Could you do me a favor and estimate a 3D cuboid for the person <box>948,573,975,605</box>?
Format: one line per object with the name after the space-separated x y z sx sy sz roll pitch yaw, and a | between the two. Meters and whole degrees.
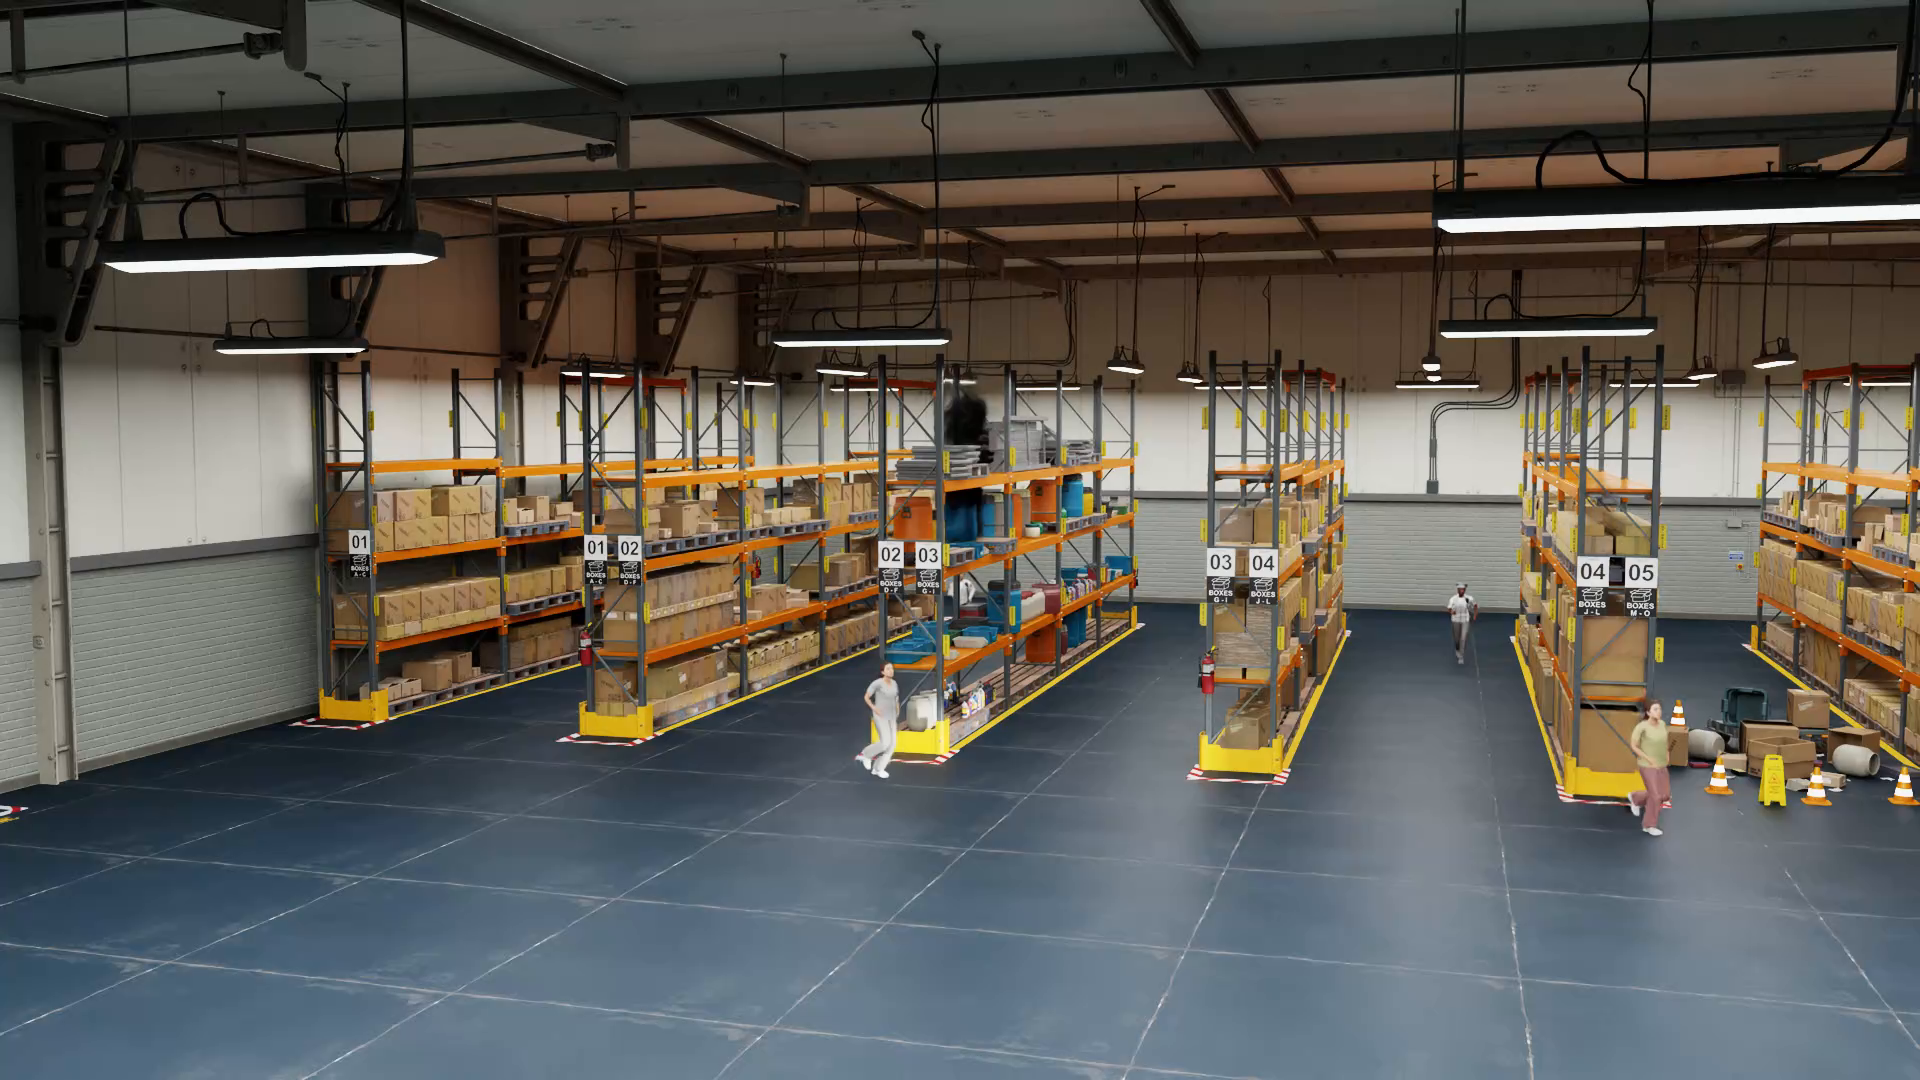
0.022 1.483 37.447 0.598 1.747 0.710 0 4 5 | person

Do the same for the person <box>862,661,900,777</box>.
-1.072 2.518 23.510 0.593 1.624 0.539 -4 6 -42 | person

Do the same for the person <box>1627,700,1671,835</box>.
8.379 2.745 20.249 0.587 1.640 0.628 -1 4 -19 | person

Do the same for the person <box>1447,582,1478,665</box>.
10.339 1.692 34.280 0.593 1.660 1.020 2 4 22 | person
